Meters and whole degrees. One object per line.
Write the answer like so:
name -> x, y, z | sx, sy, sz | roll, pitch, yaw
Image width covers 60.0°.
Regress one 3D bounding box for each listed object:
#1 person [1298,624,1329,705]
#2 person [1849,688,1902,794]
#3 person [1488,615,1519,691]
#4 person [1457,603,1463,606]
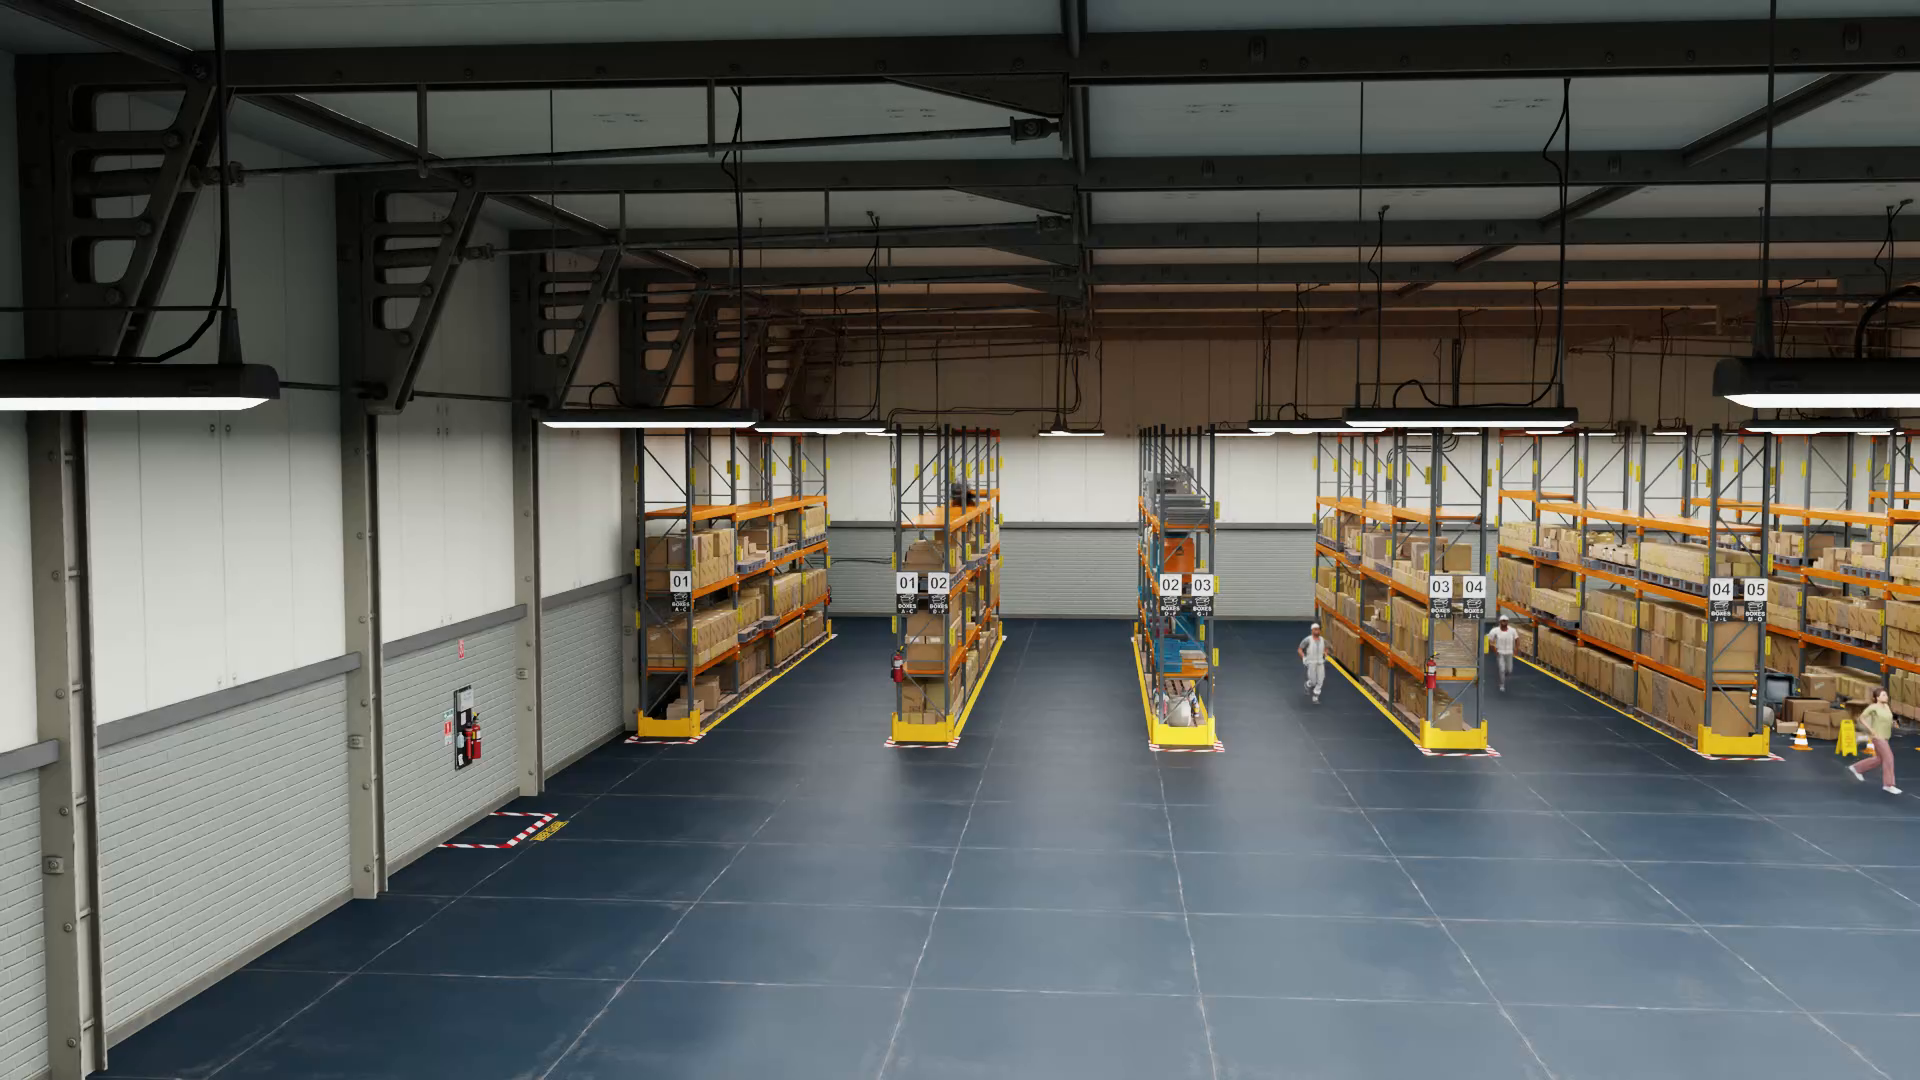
person -> 7.652, 2.670, 35.874 | 0.672, 1.745, 0.645 | -1, 4, -12
person -> 14.980, 3.243, 27.144 | 0.569, 1.673, 0.851 | -2, 4, -32
person -> 12.365, 2.559, 37.879 | 0.733, 1.720, 0.602 | 0, 3, 0
person -> 13.935, 2.019, 46.715 | 0.513, 1.719, 0.760 | -2, 4, -24
